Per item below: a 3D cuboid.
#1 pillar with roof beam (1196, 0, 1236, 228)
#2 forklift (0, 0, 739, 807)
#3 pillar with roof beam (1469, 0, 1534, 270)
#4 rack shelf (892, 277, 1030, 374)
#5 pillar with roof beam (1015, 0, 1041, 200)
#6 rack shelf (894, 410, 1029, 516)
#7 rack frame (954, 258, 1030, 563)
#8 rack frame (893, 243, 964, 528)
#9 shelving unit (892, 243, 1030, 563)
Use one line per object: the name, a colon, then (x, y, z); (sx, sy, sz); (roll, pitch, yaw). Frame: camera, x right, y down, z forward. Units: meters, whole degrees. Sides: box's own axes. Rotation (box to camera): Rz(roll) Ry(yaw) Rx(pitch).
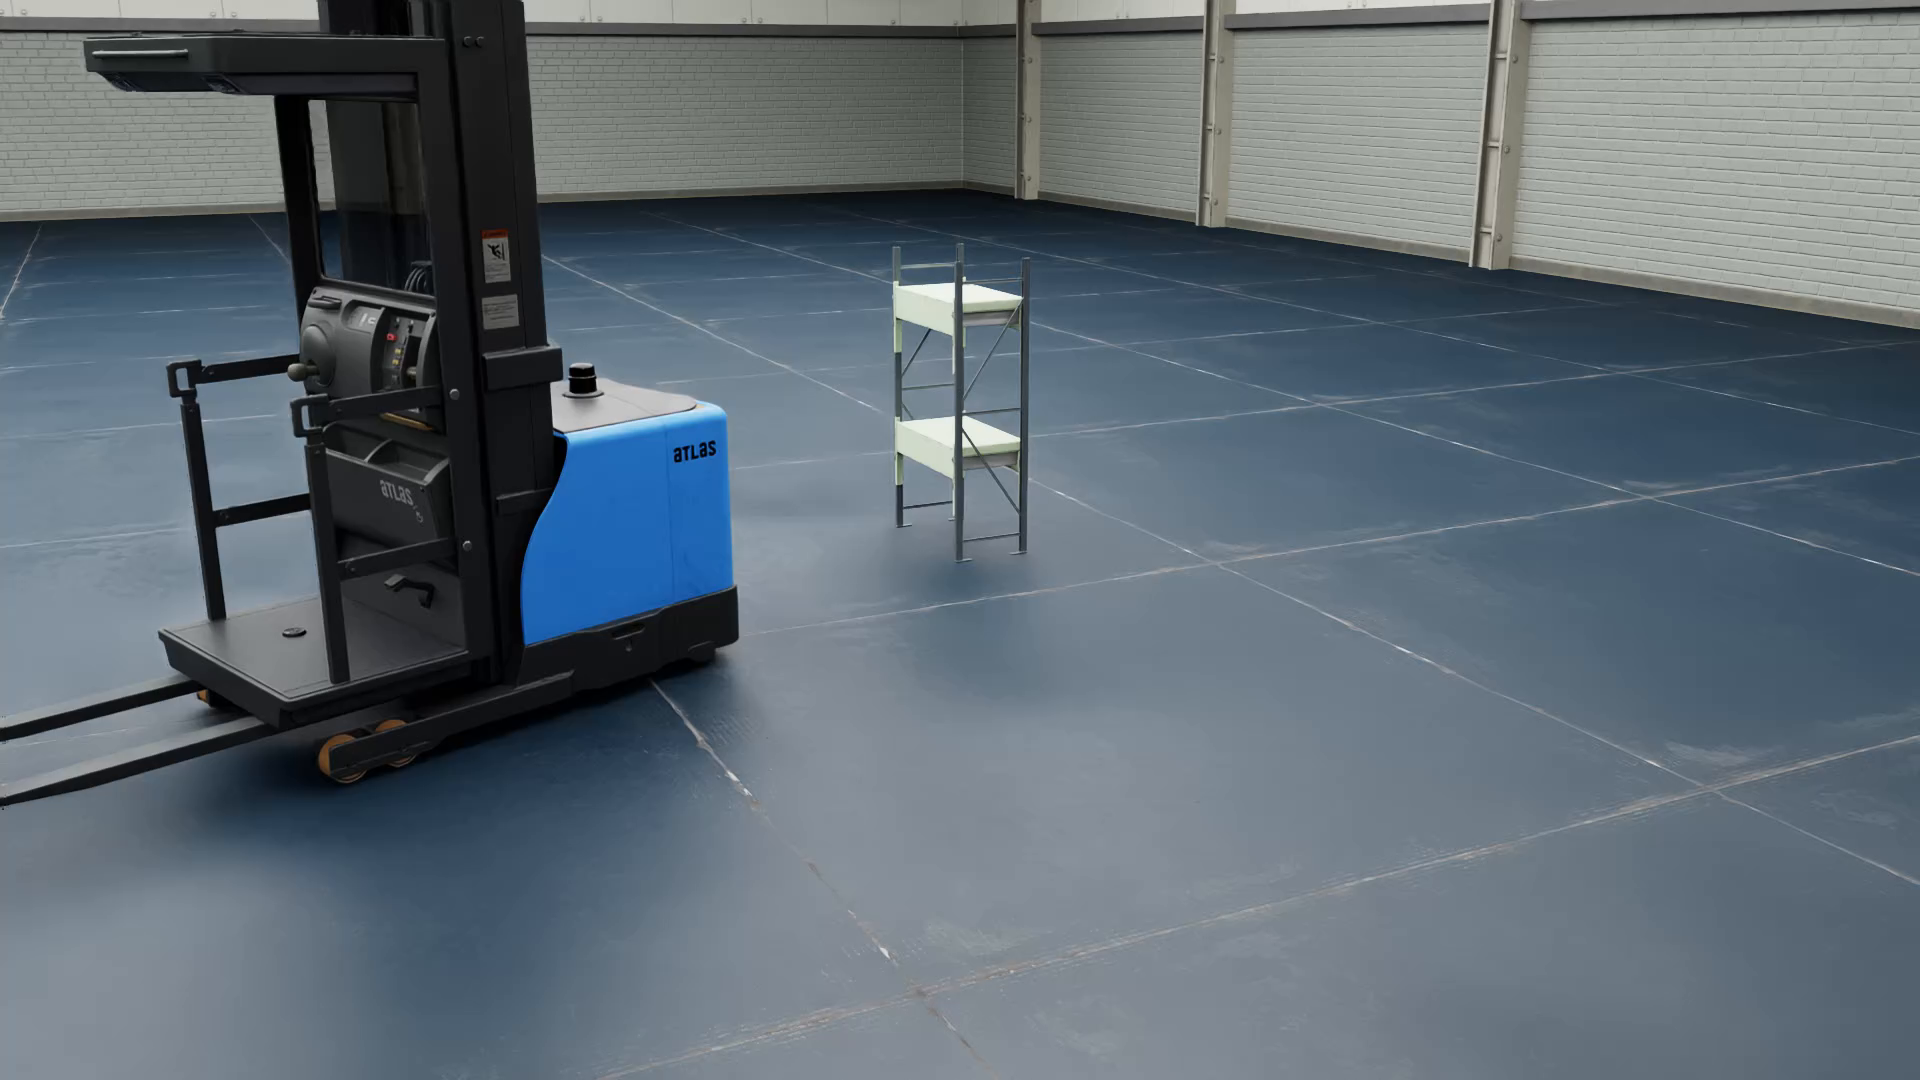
pillar with roof beam: (-0.005, -8.636, 22.530); (9.100, 9.000, 0.400); (-8, 18, -25)
forklift: (-2.314, -0.720, 5.945); (1.130, 2.935, 3.031); (15, 22, 41)
pillar with roof beam: (2.624, -7.148, 17.346); (9.100, 9.000, 0.400); (-8, 18, -25)
rack shelf: (-0.003, -1.098, 8.442); (0.431, 0.370, 0.720); (-8, 18, -25)
pillar with roof beam: (-2.633, -10.124, 27.715); (9.100, 9.000, 0.400); (-8, 18, -25)
rack shelf: (-0.003, -0.409, 8.639); (0.431, 0.370, 0.720); (-8, 18, -25)
rack frame: (0.157, -0.632, 8.233); (0.400, 1.500, 0.023); (-8, 18, -25)
rack frame: (-0.163, -0.813, 8.866); (0.400, 1.500, 0.023); (-8, 18, -25)
shelving unit: (-0.003, -0.723, 8.550); (0.431, 1.500, 0.755); (-8, 18, -25)
